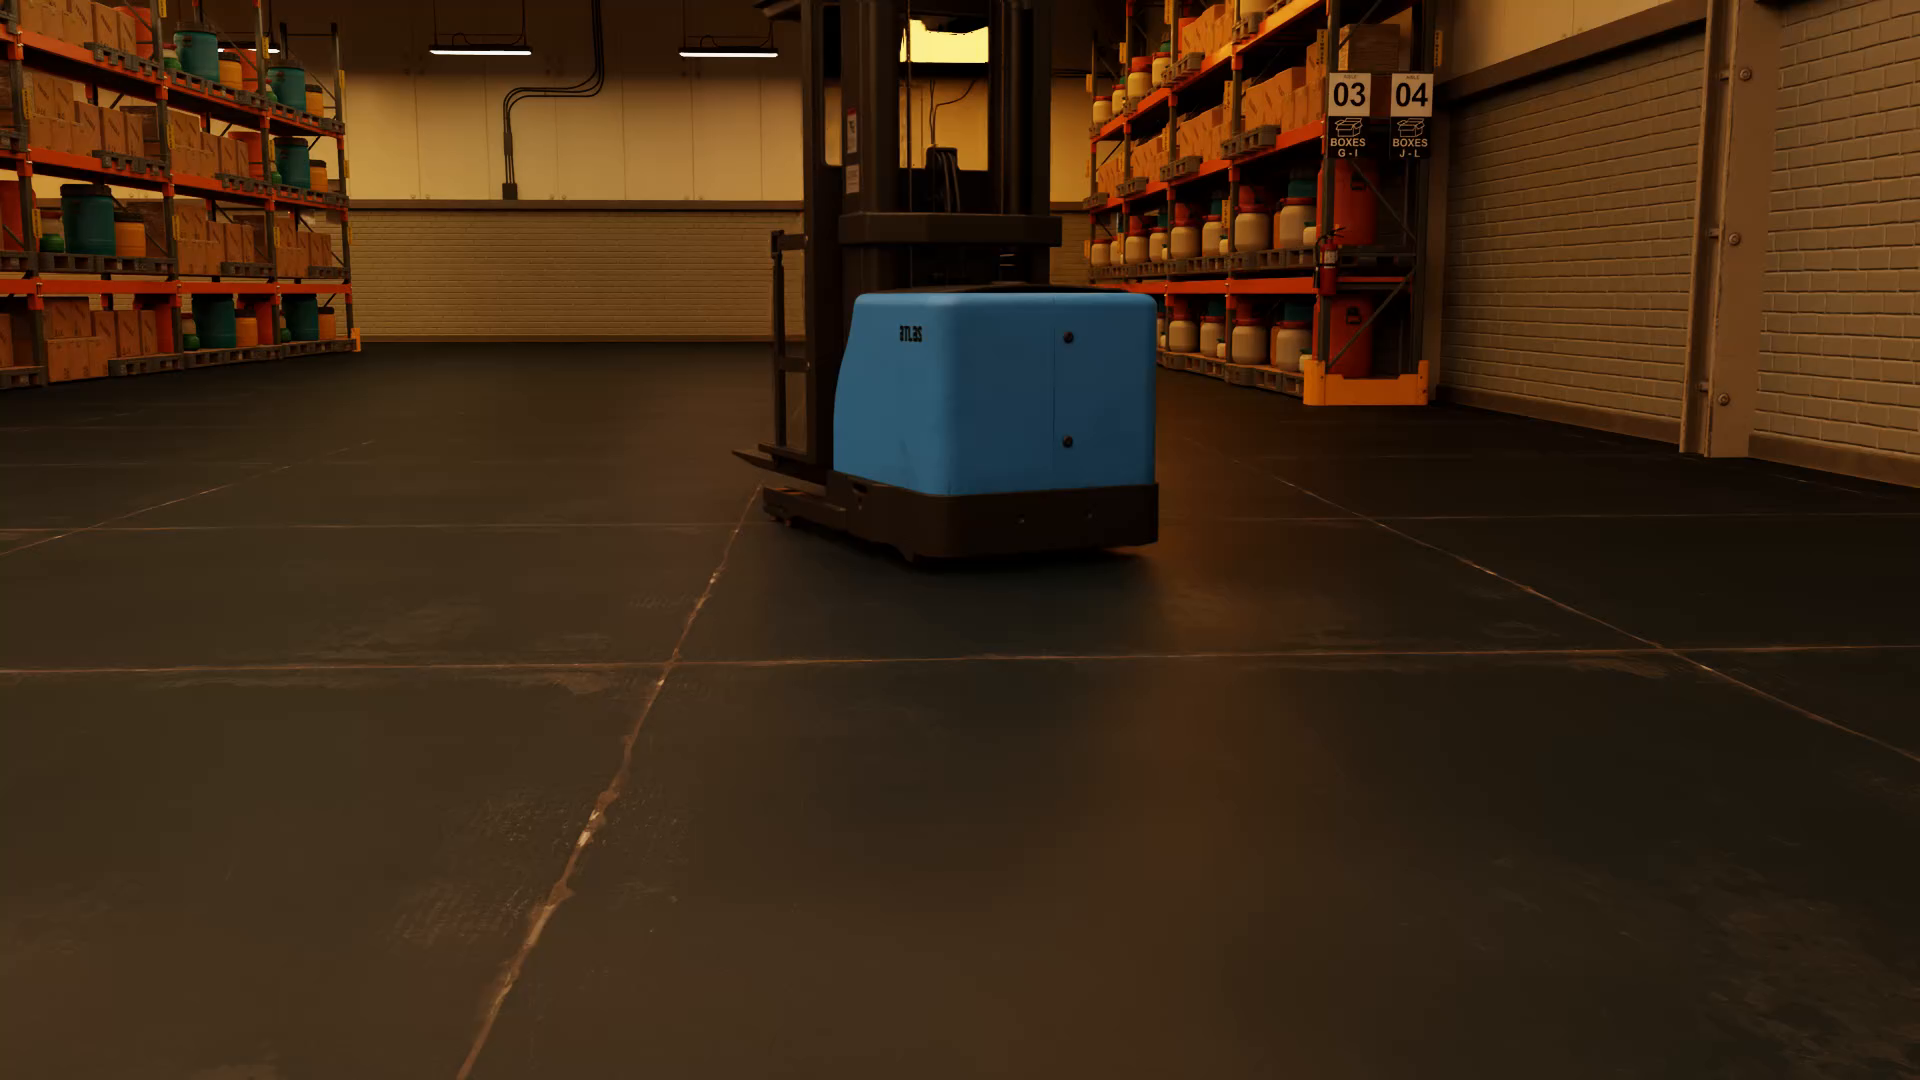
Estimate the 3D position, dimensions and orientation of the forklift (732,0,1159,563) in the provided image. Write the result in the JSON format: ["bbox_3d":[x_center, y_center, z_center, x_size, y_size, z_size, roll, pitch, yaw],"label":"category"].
[{"bbox_3d":[-0.285,-1.537,7.682,1.130,2.935,3.031,-4,9,-25],"label":"forklift"}]
